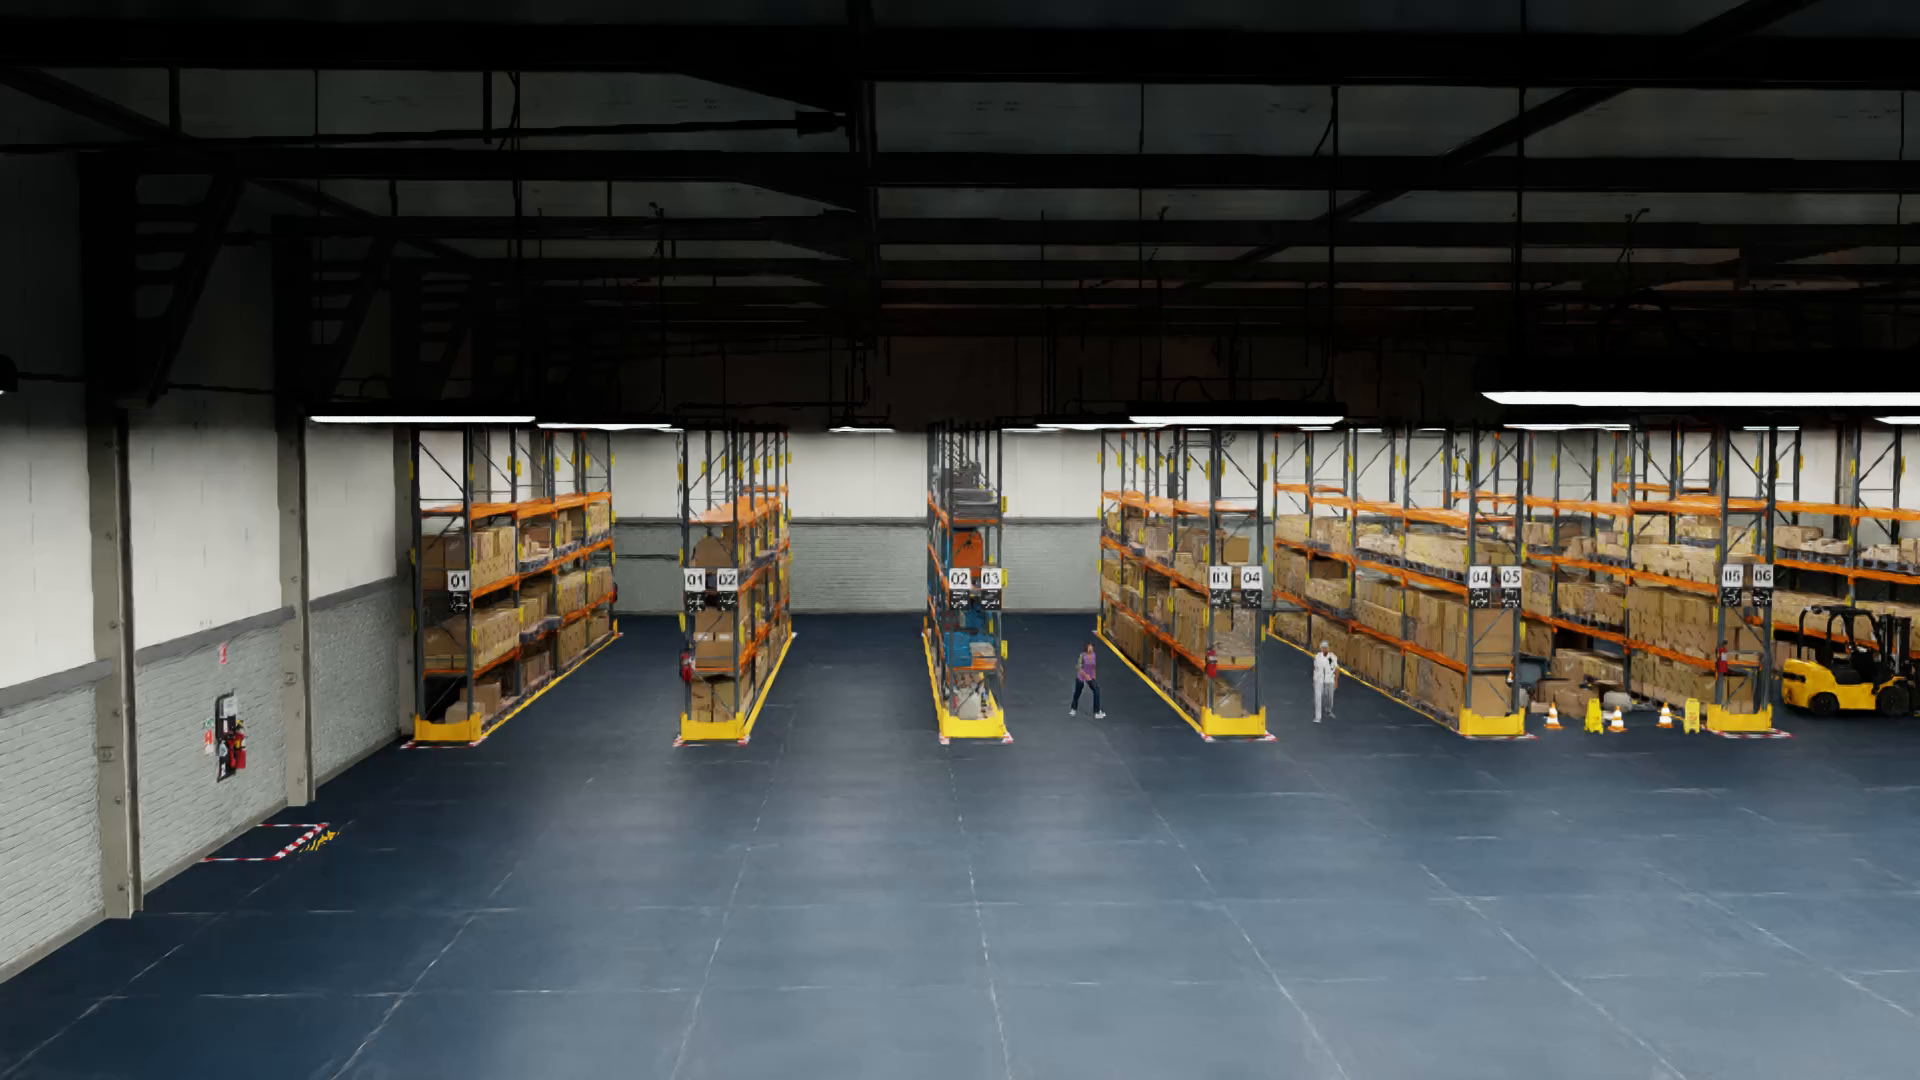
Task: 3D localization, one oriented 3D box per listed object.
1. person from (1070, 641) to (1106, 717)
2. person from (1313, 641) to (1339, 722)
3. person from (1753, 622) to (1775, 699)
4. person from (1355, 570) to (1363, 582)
[{"bbox_3d":[2.556,2.792,33.635,0.562,1.528,0.778,-1,4,-22],"label":"person"},{"bbox_3d":[7.278,2.791,33.084,0.500,1.609,0.915,1,4,14],"label":"person"},{"bbox_3d":[17.323,2.582,35.933,0.549,1.653,0.573,2,4,27],"label":"person"},{"bbox_3d":[11.518,1.752,47.984,0.492,1.790,0.651,-1,4,-10],"label":"person"}]
